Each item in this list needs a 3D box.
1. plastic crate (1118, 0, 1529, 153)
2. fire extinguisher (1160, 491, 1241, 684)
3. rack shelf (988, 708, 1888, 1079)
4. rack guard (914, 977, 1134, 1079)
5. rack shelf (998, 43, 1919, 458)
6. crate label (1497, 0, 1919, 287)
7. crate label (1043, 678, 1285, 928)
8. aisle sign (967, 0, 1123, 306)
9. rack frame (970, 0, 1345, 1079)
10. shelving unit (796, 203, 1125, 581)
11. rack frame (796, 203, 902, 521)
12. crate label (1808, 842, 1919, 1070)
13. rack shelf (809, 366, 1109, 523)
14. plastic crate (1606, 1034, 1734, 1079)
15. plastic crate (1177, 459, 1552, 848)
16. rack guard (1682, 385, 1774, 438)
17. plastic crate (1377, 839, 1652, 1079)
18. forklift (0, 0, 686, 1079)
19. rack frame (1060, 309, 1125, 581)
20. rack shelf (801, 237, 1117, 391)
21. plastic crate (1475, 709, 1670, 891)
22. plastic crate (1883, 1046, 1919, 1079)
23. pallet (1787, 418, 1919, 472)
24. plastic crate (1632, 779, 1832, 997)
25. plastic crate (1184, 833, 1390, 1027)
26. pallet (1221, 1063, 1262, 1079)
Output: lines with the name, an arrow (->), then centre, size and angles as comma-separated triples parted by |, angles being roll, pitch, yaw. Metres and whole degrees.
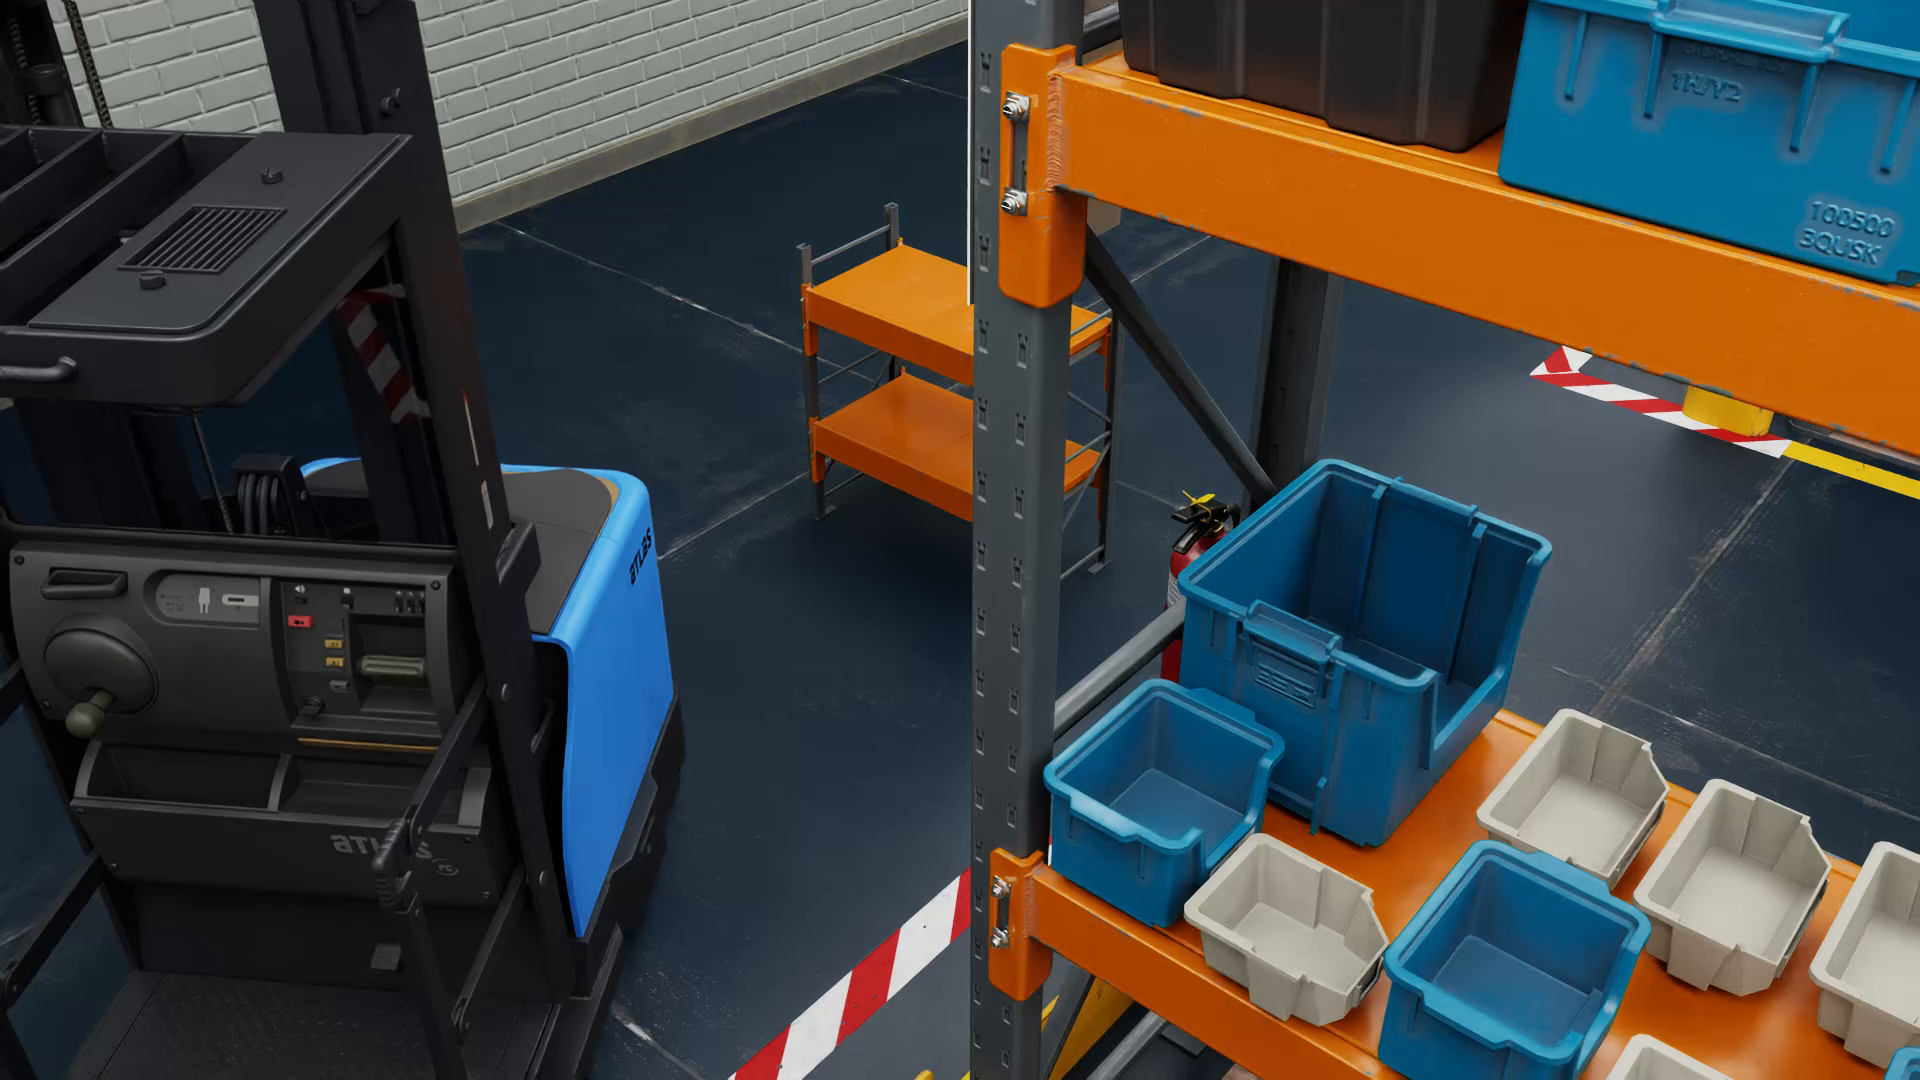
plastic crate -> 0.502, -0.719, 2.113 | 0.590, 0.269, 0.497 | 25, 42, 32
fire extinguisher -> 0.559, 0.137, 3.799 | 0.183, 0.674, 0.296 | 25, 42, 32
rack shelf -> 1.921, 1.224, 2.453 | 4.000, 0.370, 1.077 | 25, 42, 32
rack guard -> 0.357, 1.231, 4.016 | 0.348, 0.500, 1.175 | 25, 42, 32
rack shelf -> 1.921, -0.012, 1.604 | 4.000, 0.370, 1.077 | 25, 42, 32
crate label -> 0.886, -0.497, 1.806 | 0.502, 0.251, 0.408 | 25, 42, 32
crate label -> 0.363, 0.480, 2.996 | 0.303, 0.233, 0.416 | 25, 42, 32
aisle sign -> 0.139, -0.765, 2.418 | 0.004, 0.787, 0.394 | 25, 42, 32
rack frame -> 0.384, 0.203, 3.304 | 0.127, 3.000, 1.000 | 25, 42, 32
shelving unit -> -0.005, -0.466, 5.935 | 1.048, 1.125, 0.538 | 25, 42, 32
rack frame -> -0.396, -0.650, 6.203 | 0.032, 1.125, 0.500 | 25, 42, 32
crate label -> 1.570, 0.705, 2.753 | 0.243, 0.136, 0.396 | 25, 42, 32
rack shelf -> -0.005, -0.265, 6.074 | 1.000, 0.278, 0.538 | 25, 42, 32
plastic crate -> 1.078, 0.918, 2.444 | 0.298, 0.136, 0.250 | 25, 42, 32
plastic crate -> 0.761, 0.204, 3.219 | 0.499, 0.435, 0.616 | 25, 42, 32
rack guard -> 3.535, -0.930, 7.162 | 0.348, 0.500, 1.175 | 25, 42, 32
plastic crate -> 0.869, 0.719, 2.649 | 0.300, 0.233, 0.416 | 25, 42, 32
forklift -> -1.514, 0.286, 3.244 | 1.130, 2.935, 3.031 | 3, 35, 5
rack frame -> 0.385, -0.282, 5.667 | 0.032, 1.125, 0.500 | 25, 42, 32
rack shelf -> -0.005, -0.707, 5.769 | 1.000, 0.278, 0.538 | 25, 42, 32
plastic crate -> 1.127, 0.504, 3.047 | 0.243, 0.136, 0.396 | 25, 42, 32
plastic crate -> 1.375, 0.957, 2.302 | 0.300, 0.233, 0.416 | 25, 42, 32
pallet -> 4.218, -0.547, 6.859 | 1.213, 0.211, 1.003 | 25, 42, 32
plastic crate -> 1.340, 0.615, 2.885 | 0.243, 0.136, 0.396 | 25, 42, 32
plastic crate -> 0.557, 0.672, 2.802 | 0.298, 0.136, 0.250 | 25, 42, 32
pallet -> 0.993, 1.668, 3.634 | 1.213, 0.211, 1.003 | 25, 42, 32
